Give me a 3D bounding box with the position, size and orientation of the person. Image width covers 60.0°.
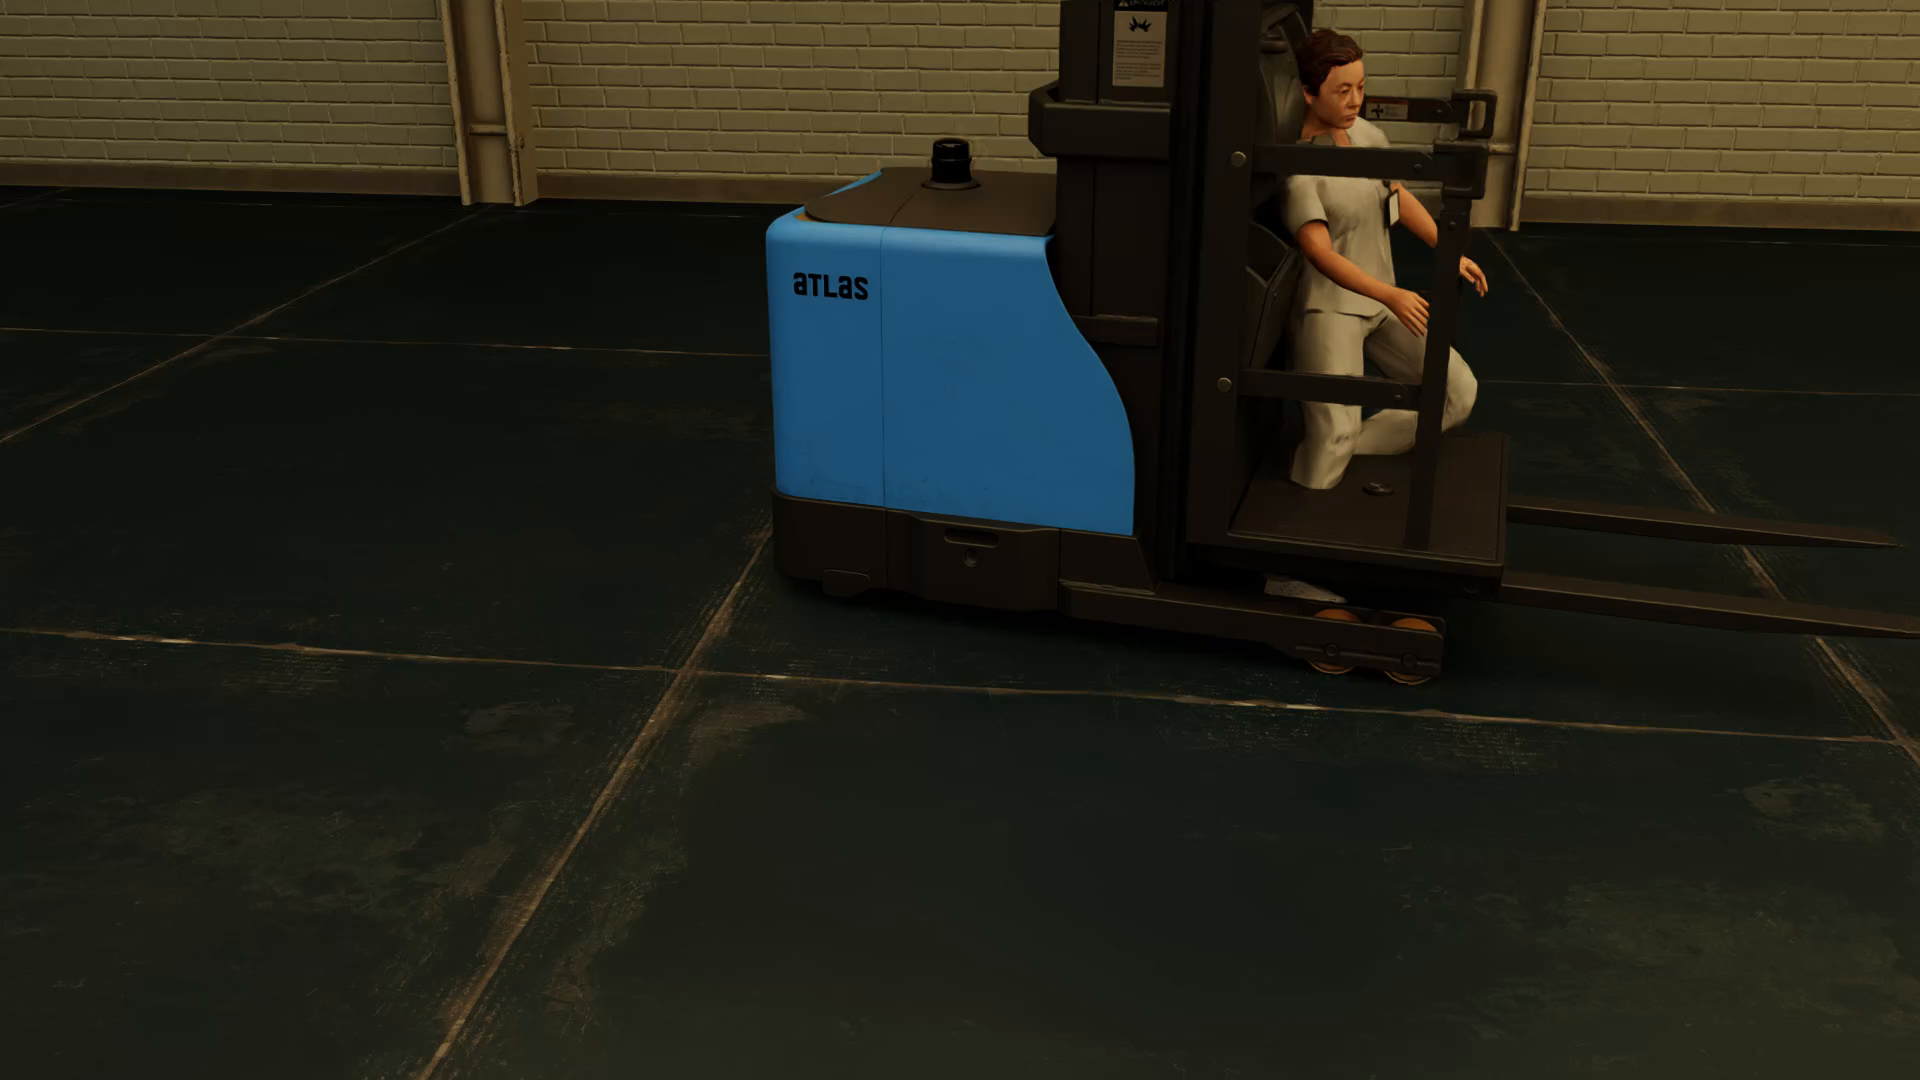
[{"bbox_3d":[1.128,-0.620,4.653,0.765,1.529,0.730,-16,27,-34],"label":"person"}]

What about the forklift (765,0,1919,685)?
[{"bbox_3d":[1.039,-1.212,4.262,3.031,2.935,1.130,7,23,16],"label":"forklift"}]
